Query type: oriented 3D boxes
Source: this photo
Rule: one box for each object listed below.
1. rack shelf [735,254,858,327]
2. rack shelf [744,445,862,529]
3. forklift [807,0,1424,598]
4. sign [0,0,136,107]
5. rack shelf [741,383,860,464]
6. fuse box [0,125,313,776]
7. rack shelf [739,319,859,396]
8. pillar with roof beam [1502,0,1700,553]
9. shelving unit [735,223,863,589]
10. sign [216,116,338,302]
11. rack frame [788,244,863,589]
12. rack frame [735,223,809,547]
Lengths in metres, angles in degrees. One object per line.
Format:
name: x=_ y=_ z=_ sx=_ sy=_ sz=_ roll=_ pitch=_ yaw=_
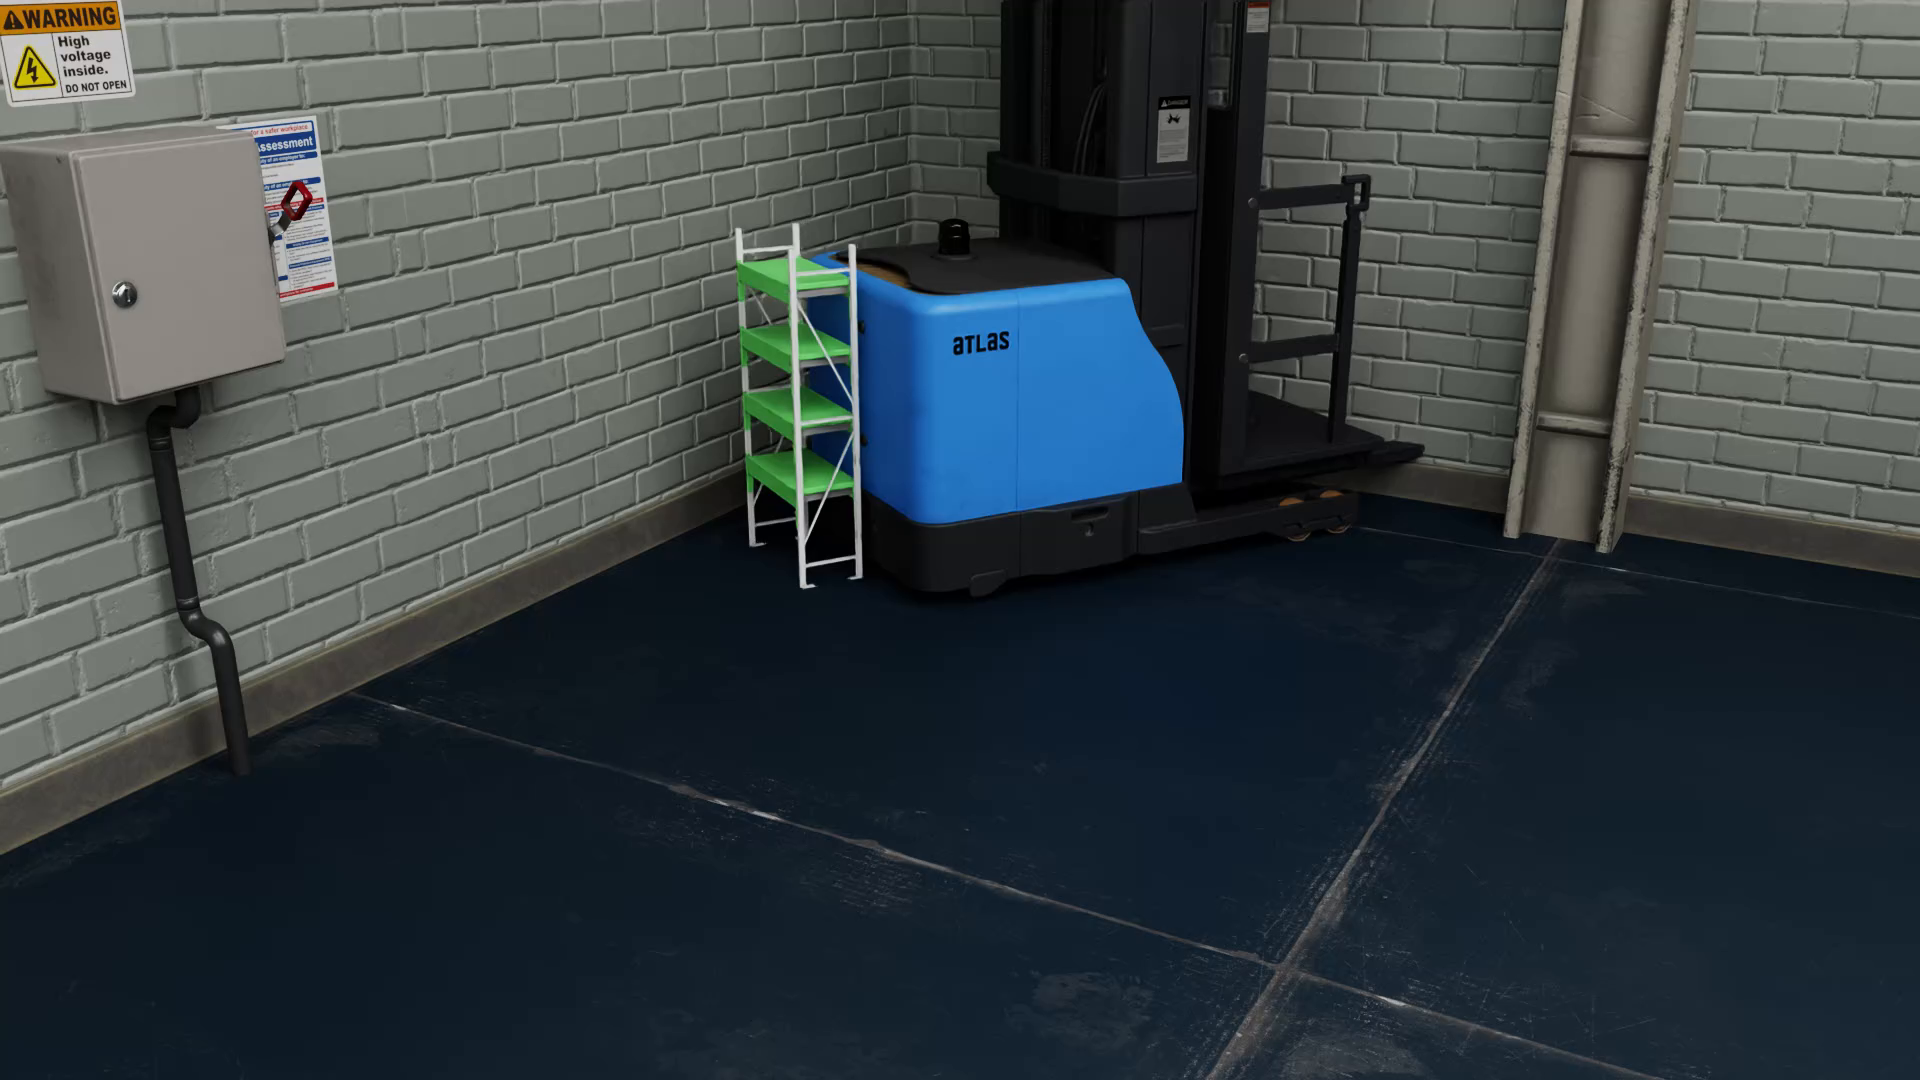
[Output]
rack shelf: x=-0.574 y=-0.875 z=5.798 sx=0.258 sy=0.148 sz=0.480 roll=-10 pitch=22 yaw=-26
rack shelf: x=-0.574 y=-0.198 z=6.043 sx=0.258 sy=0.148 sz=0.480 roll=-10 pitch=22 yaw=-26
forklift: x=0.964 y=-1.519 z=6.253 sx=3.031 sy=2.935 sz=1.130 roll=-10 pitch=22 yaw=-26
sign: x=-2.157 y=-1.181 z=4.010 sx=0.001 sy=0.242 sz=0.339 roll=11 pitch=23 yaw=27
rack shelf: x=-0.574 y=-0.424 z=5.961 sx=0.258 sy=0.148 sz=0.480 roll=-10 pitch=22 yaw=-26
fuse box: x=-1.949 y=-0.169 z=4.321 sx=0.414 sy=1.711 sz=0.539 roll=11 pitch=23 yaw=27
rack shelf: x=-0.574 y=-0.649 z=5.880 sx=0.258 sy=0.148 sz=0.480 roll=-10 pitch=22 yaw=-26
pillar with roof beam: x=0.237 y=-2.976 z=1.374 sx=0.400 sy=9.000 sz=9.100 roll=11 pitch=23 yaw=27
shelving unit: x=-0.574 y=-0.484 z=5.940 sx=0.258 sy=1.200 sz=0.503 roll=-10 pitch=22 yaw=-26
sign: x=-1.889 y=-0.911 z=4.618 sx=0.001 sy=0.494 sz=0.329 roll=11 pitch=23 yaw=27
rack frame: x=-0.460 y=-0.410 z=5.737 sx=0.240 sy=1.200 sz=0.015 roll=-10 pitch=22 yaw=-26
rack frame: x=-0.689 y=-0.557 z=6.142 sx=0.240 sy=1.200 sz=0.015 roll=-10 pitch=22 yaw=-26
